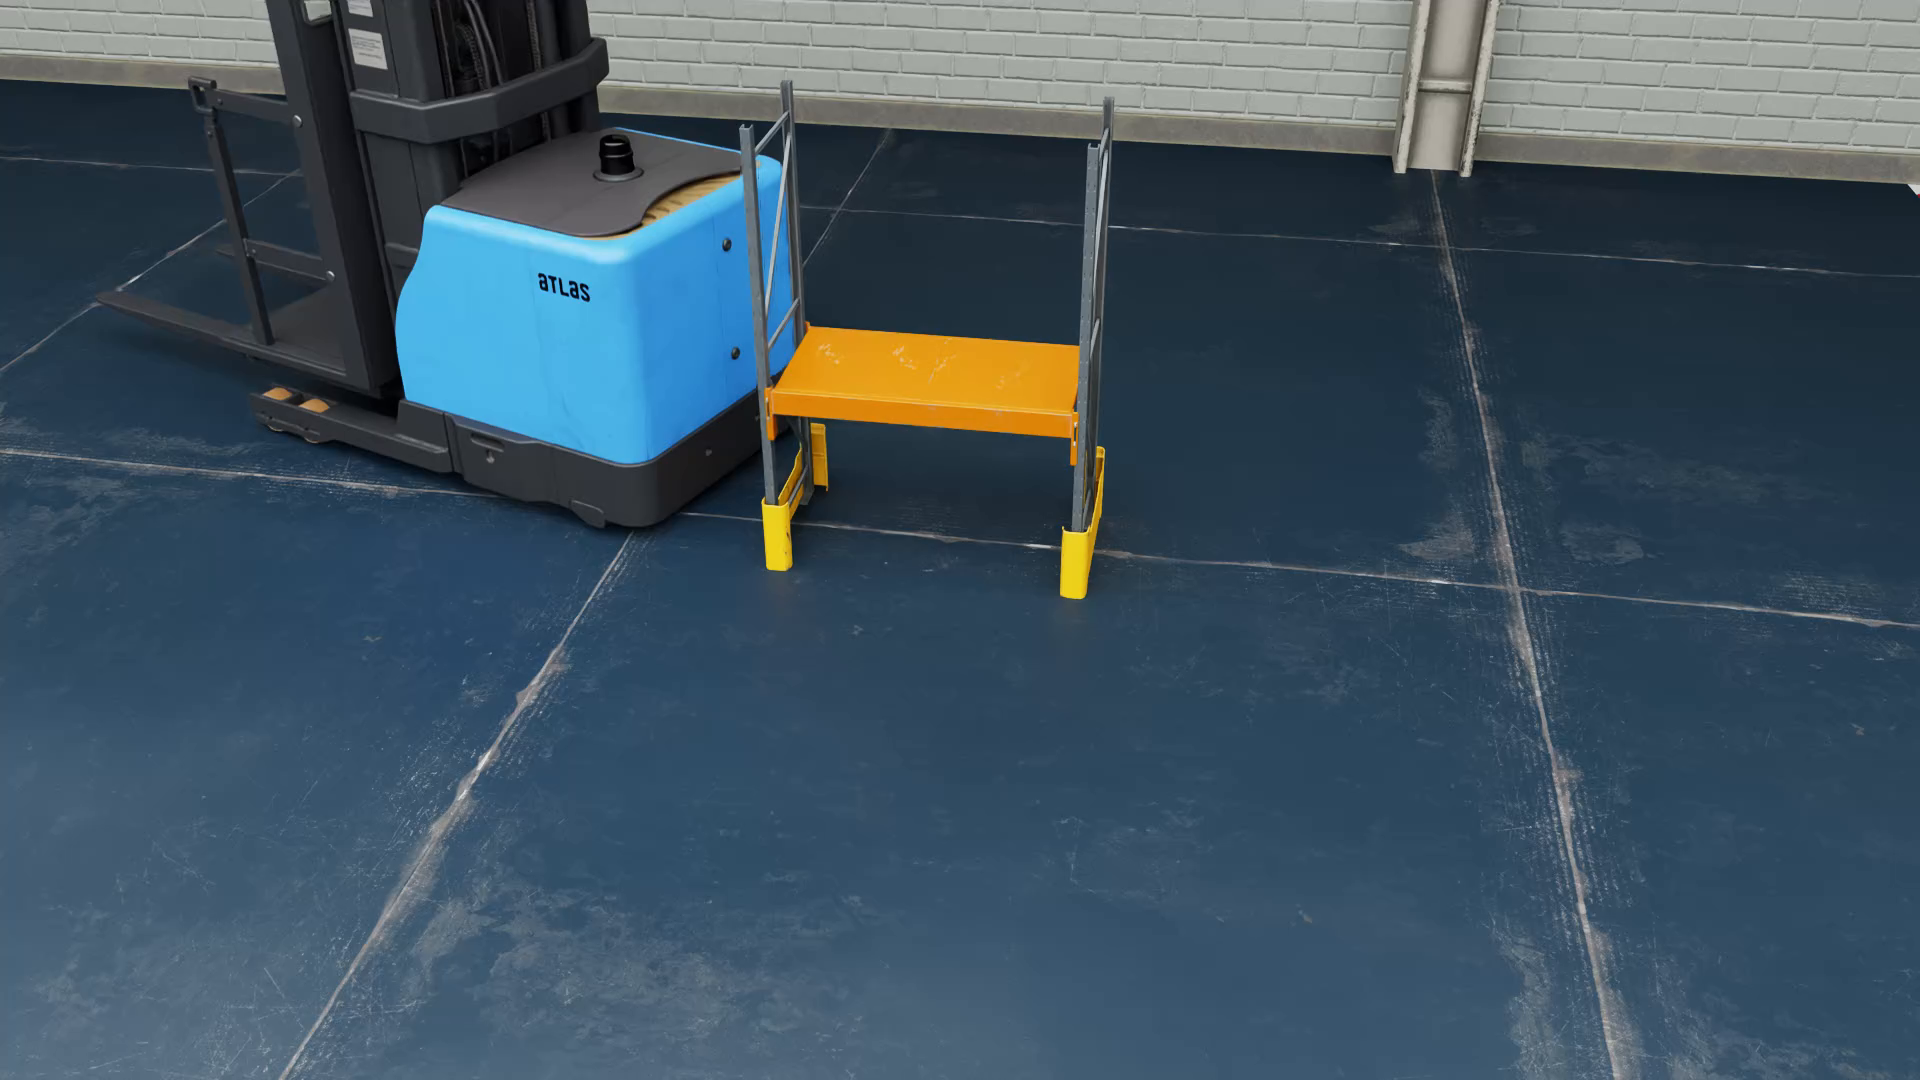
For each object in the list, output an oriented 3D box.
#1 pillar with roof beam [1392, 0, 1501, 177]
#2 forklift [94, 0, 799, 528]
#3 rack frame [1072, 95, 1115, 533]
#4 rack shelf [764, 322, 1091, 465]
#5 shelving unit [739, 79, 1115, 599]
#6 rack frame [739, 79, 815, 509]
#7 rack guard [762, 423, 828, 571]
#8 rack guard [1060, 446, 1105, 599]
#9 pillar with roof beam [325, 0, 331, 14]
[{"bbox_3d":[1.820,-3.590,3.004,0.400,9.000,9.100,5,32,8],"label":"pillar with roof beam"},{"bbox_3d":[-2.138,-1.837,5.922,3.031,2.935,1.130,16,36,24],"label":"forklift"},{"bbox_3d":[0.417,-0.598,5.292,0.032,1.500,0.500,5,32,8],"label":"rack frame"},{"bbox_3d":[-0.084,-0.491,5.460,1.000,0.185,0.538,5,32,8],"label":"rack shelf"},{"bbox_3d":[-0.075,-0.643,5.363,1.083,1.500,0.587,5,32,8],"label":"shelving unit"},{"bbox_3d":[-0.585,-0.689,5.437,0.032,1.500,0.500,5,32,8],"label":"rack frame"},{"bbox_3d":[-0.566,-0.157,5.766,0.087,0.250,0.587,5,32,8],"label":"rack guard"},{"bbox_3d":[0.416,-0.068,5.624,0.087,0.250,0.587,5,32,8],"label":"rack guard"},{"bbox_3d":[-4.095,-4.125,3.859,0.400,9.000,9.100,5,32,8],"label":"pillar with roof beam"}]
